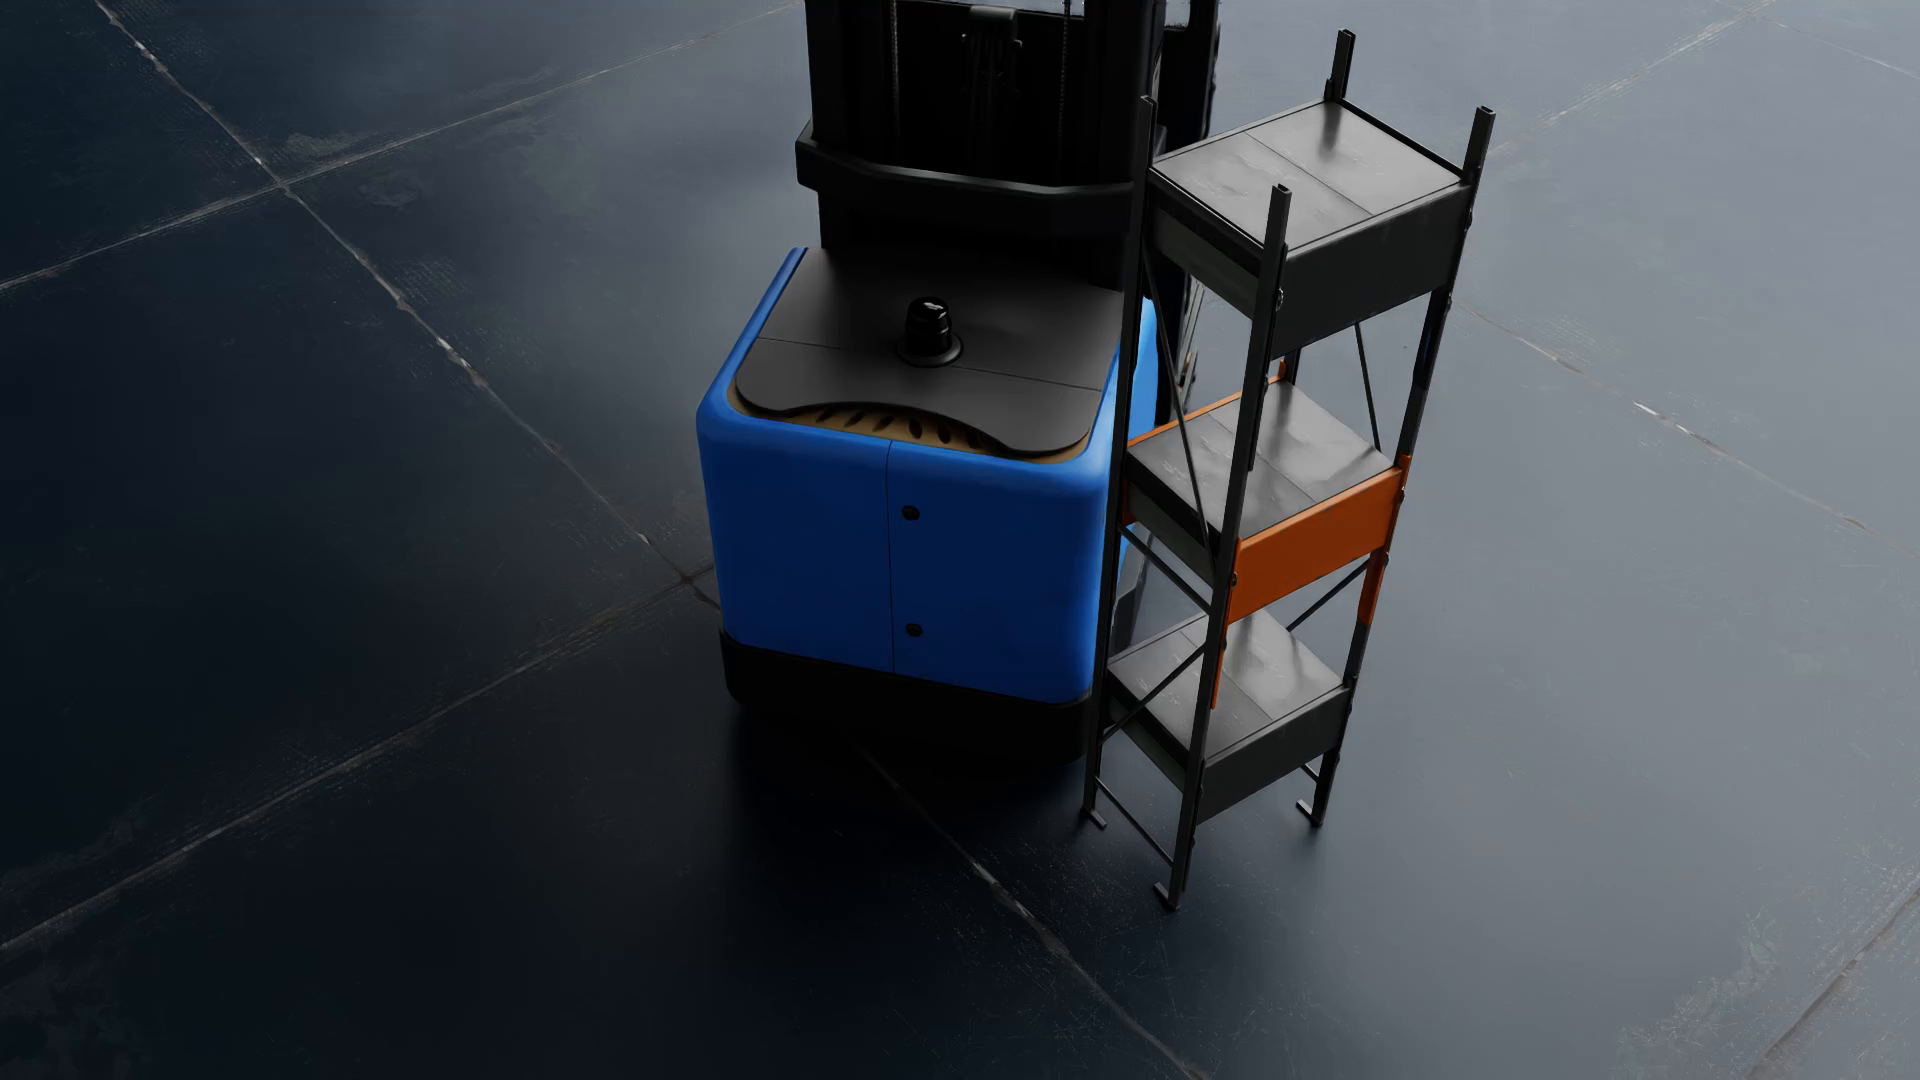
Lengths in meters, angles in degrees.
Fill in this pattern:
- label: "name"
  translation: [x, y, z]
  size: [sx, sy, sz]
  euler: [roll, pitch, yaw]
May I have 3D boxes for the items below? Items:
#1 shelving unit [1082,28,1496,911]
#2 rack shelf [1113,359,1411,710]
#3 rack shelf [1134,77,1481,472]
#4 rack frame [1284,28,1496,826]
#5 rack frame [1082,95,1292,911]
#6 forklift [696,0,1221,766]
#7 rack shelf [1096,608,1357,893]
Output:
- label: "shelving unit"
  translation: [0.650, -0.027, 3.745]
  size: [0.503, 2.100, 0.431]
  euler: [-24, 48, -24]
- label: "rack shelf"
  translation: [0.650, -0.017, 3.754]
  size: [0.480, 0.518, 0.431]
  euler: [-24, 48, -24]
- label: "rack shelf"
  translation: [0.650, -0.527, 3.275]
  size: [0.480, 0.518, 0.431]
  euler: [-24, 48, -24]
- label: "rack frame"
  translation: [0.854, -0.119, 3.843]
  size: [0.015, 2.100, 0.400]
  euler: [-24, 48, -24]
- label: "rack frame"
  translation: [0.446, 0.065, 3.648]
  size: [0.015, 2.100, 0.400]
  euler: [-24, 48, -24]
- label: "forklift"
  translation: [0.199, -1.482, 4.687]
  size: [1.130, 2.935, 3.031]
  euler: [10, 44, 10]
- label: "rack shelf"
  translation: [0.650, 0.493, 4.234]
  size: [0.480, 0.518, 0.431]
  euler: [-24, 48, -24]
